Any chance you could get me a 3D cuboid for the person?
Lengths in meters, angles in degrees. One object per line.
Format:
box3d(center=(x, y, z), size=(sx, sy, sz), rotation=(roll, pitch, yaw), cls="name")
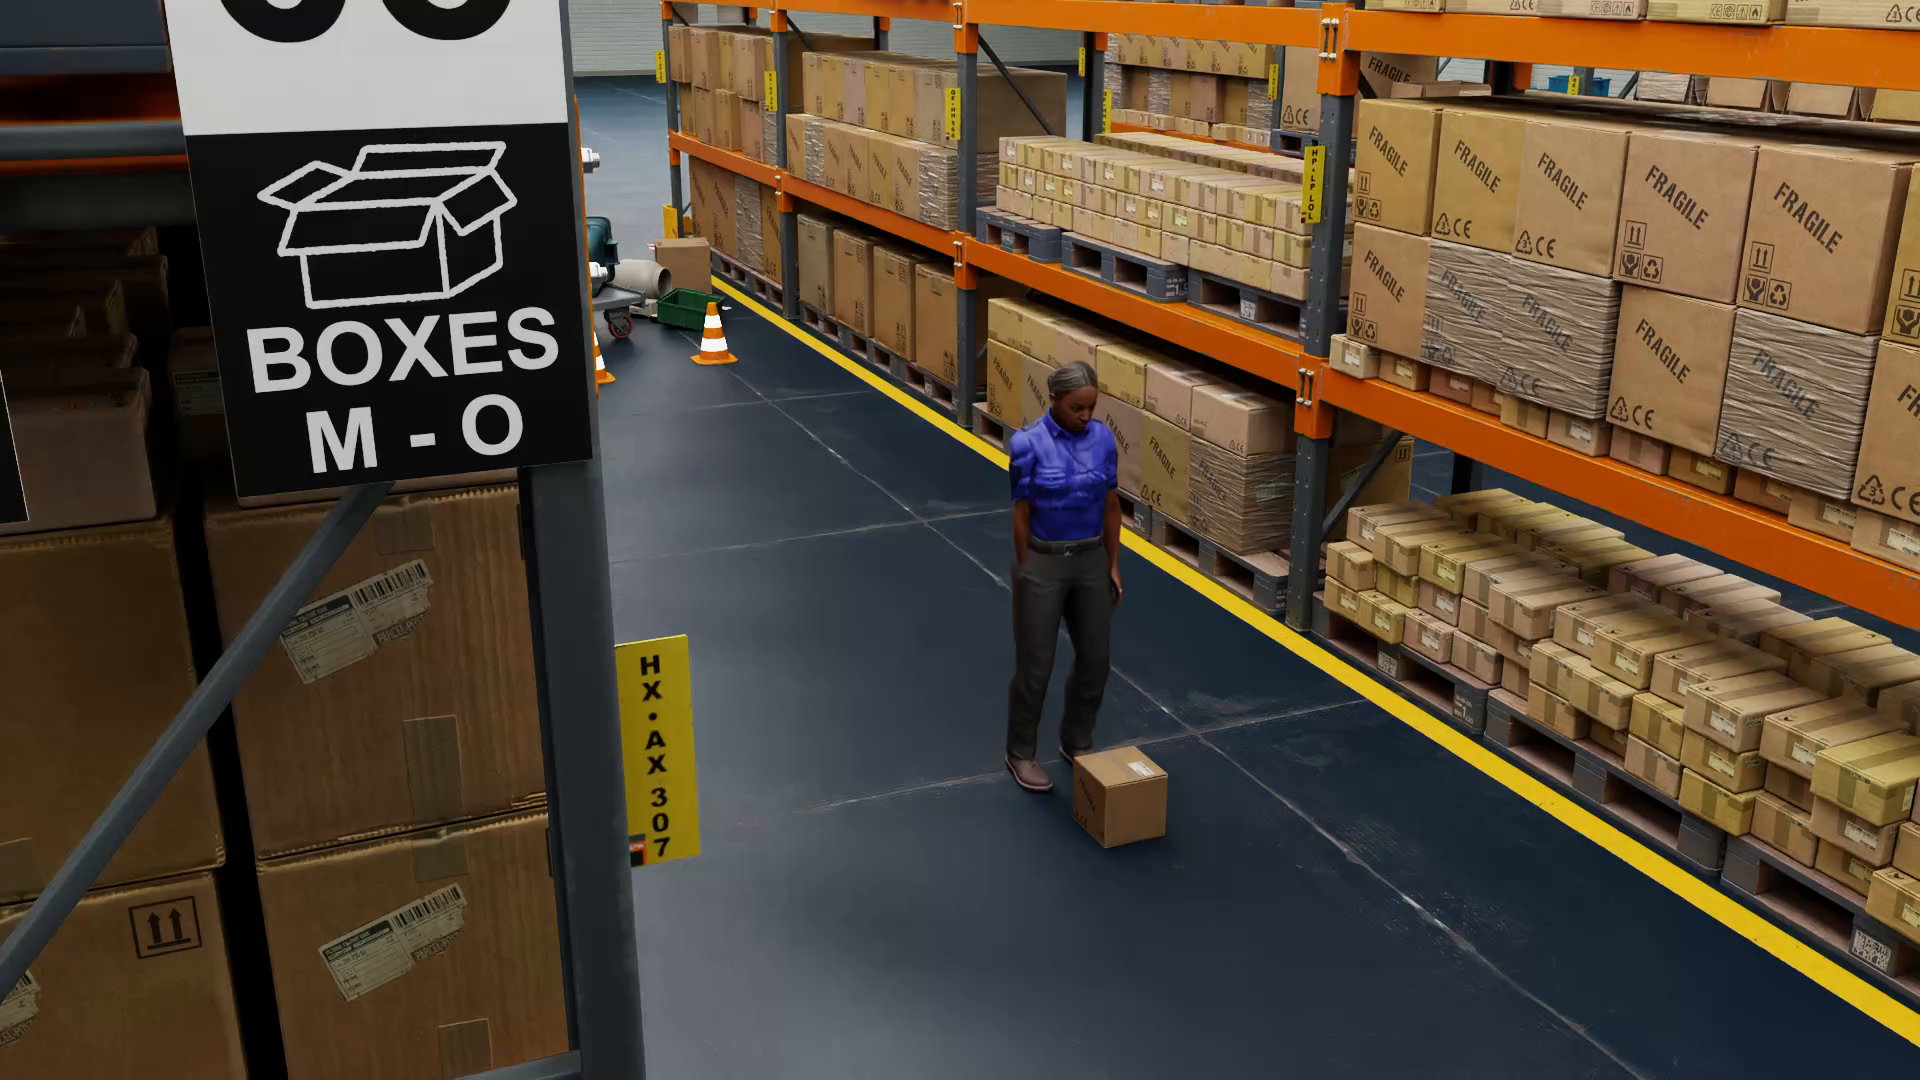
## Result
box3d(center=(0.414, 0.181, 6.240), size=(0.476, 1.544, 0.471), rotation=(-7, 20, -21), cls="person")
